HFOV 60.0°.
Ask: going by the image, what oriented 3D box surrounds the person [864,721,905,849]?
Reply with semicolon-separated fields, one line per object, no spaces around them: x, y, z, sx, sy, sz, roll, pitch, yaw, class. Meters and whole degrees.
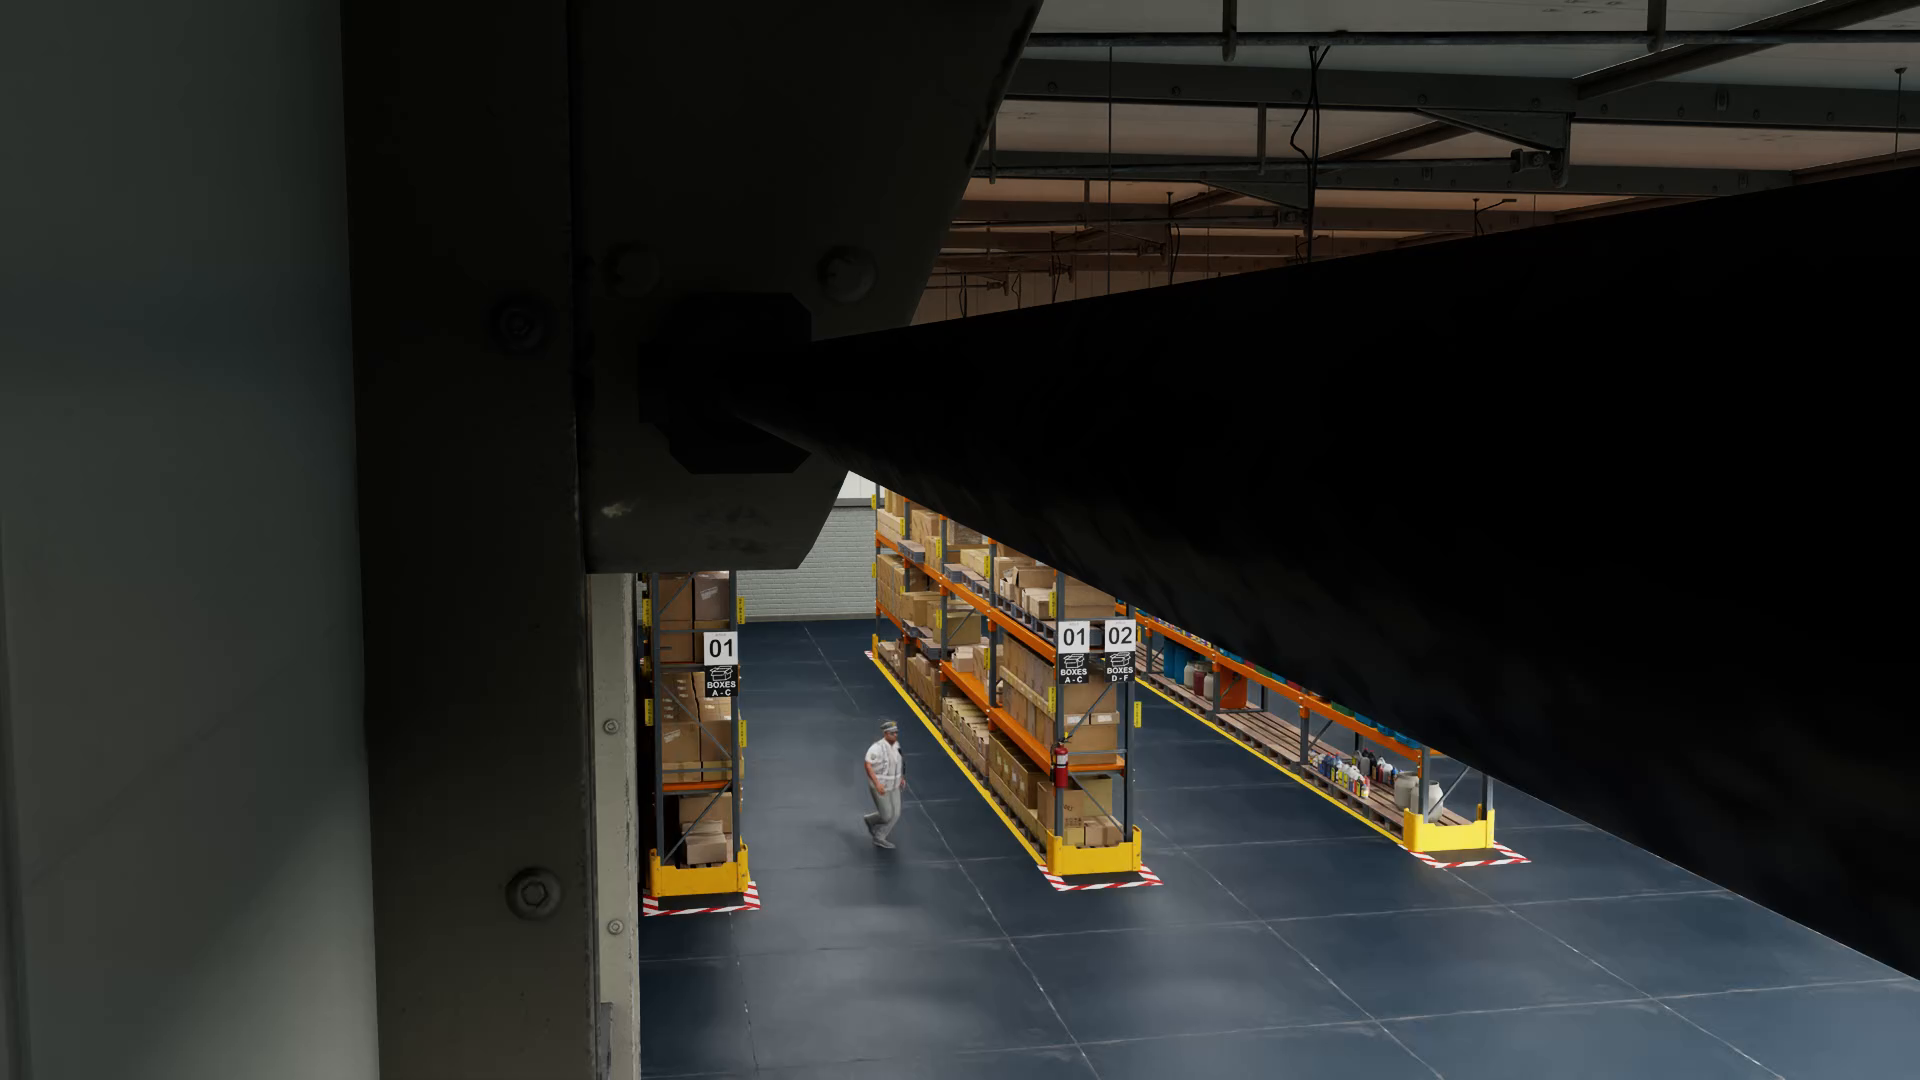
-1.043;3.224;22.063;0.572;1.719;0.659;6;8;44;person
